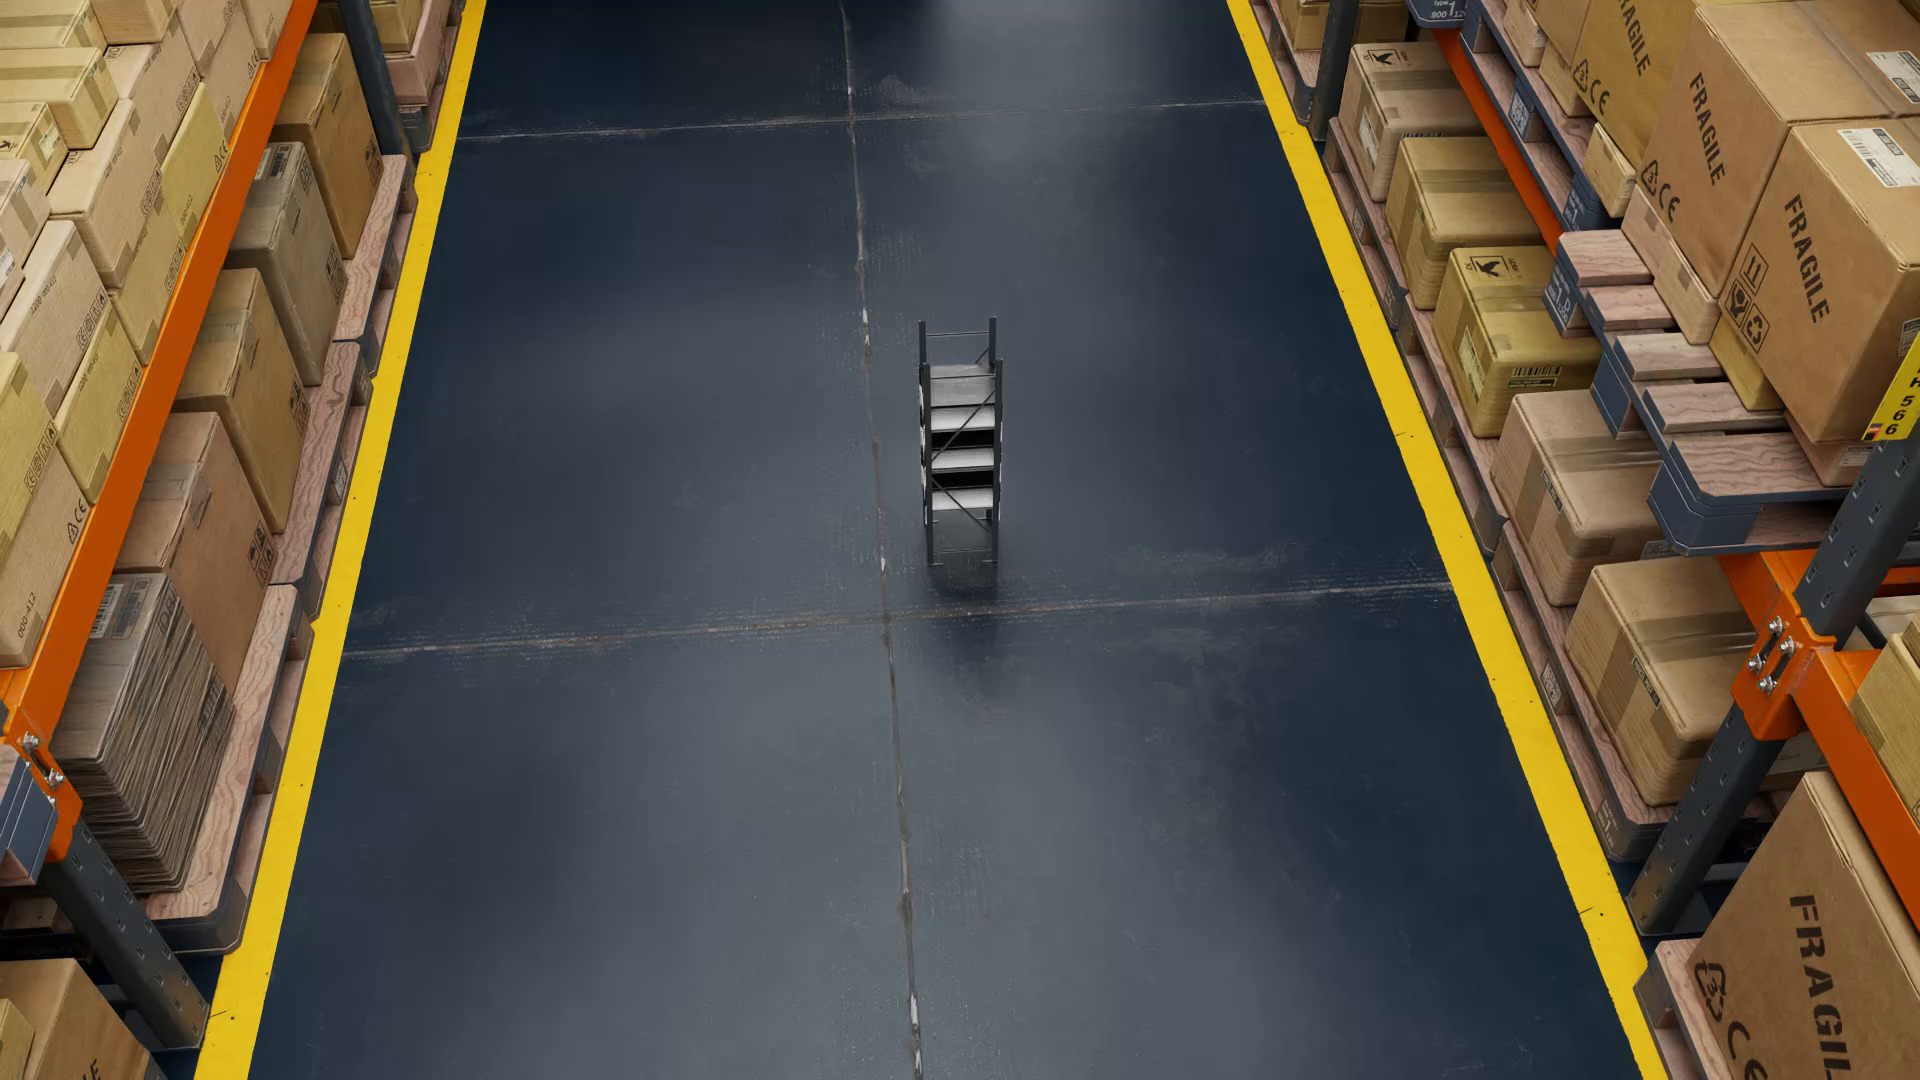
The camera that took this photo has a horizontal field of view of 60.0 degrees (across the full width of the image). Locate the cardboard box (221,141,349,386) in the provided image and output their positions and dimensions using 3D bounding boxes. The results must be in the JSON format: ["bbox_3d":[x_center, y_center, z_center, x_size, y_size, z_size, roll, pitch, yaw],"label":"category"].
[{"bbox_3d":[-2.760,-0.963,5.942,0.875,0.625,0.625,-4,47,-4],"label":"cardboard box"}]

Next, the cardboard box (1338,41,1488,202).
[{"bbox_3d":[2.120,-1.739,6.852,0.950,0.372,0.625,-3,47,-3],"label":"cardboard box"}]

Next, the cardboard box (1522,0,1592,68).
[{"bbox_3d":[1.951,-1.710,4.741,0.500,0.500,0.500,-5,47,-5],"label":"cardboard box"}]

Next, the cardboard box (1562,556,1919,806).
[{"bbox_3d":[2.371,0.366,4.858,0.950,0.372,0.625,-6,47,-6],"label":"cardboard box"}]

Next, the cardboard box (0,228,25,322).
[{"bbox_3d":[-2.341,-0.563,3.702,0.380,0.149,0.250,-2,47,-2],"label":"cardboard box"}]

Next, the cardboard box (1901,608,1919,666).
[{"bbox_3d":[2.205,0.277,3.180,0.500,0.250,0.500,-4,47,-4],"label":"cardboard box"}]

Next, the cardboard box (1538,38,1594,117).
[{"bbox_3d":[1.938,-1.381,4.876,0.380,0.149,0.250,-5,47,-5],"label":"cardboard box"}]

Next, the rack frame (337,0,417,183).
[{"bbox_3d":[-2.872,-2.574,6.121,1.000,3.000,0.127,-3,47,-3],"label":"rack frame"}]

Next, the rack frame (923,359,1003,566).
[{"bbox_3d":[0.009,-0.230,5.348,0.240,0.900,0.006,-3,47,-3],"label":"rack frame"}]

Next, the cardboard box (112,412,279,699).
[{"bbox_3d":[-2.639,0.068,4.966,0.875,0.625,0.625,-2,47,-2],"label":"cardboard box"}]

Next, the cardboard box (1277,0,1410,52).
[{"bbox_3d":[1.756,-2.488,7.645,0.500,0.250,0.500,-2,47,-1],"label":"cardboard box"}]

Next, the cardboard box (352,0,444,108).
[{"bbox_3d":[-2.583,-2.143,7.318,0.500,0.250,0.500,-3,47,-3],"label":"cardboard box"}]

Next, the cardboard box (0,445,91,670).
[{"bbox_3d":[-2.331,0.036,3.753,0.500,0.250,0.500,-3,47,-3],"label":"cardboard box"}]

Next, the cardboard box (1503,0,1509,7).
[{"bbox_3d":[1.916,-1.768,5.242,0.380,0.149,0.250,-3,47,-3],"label":"cardboard box"}]

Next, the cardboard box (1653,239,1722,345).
[{"bbox_3d":[1.986,-0.634,4.168,0.380,0.149,0.250,-4,47,-4],"label":"cardboard box"}]

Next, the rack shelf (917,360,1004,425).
[{"bbox_3d":[0.001,-0.466,5.246,0.258,0.077,0.200,-3,47,-3],"label":"rack shelf"}]

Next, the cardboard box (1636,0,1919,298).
[{"bbox_3d":[2.039,-0.950,4.021,0.500,0.500,0.500,-4,47,-4],"label":"cardboard box"}]

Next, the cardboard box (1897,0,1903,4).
[{"bbox_3d":[2.500,-1.365,4.414,0.500,0.500,0.500,-3,47,-3],"label":"cardboard box"}]

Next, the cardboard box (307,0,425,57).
[{"bbox_3d":[-2.605,-2.313,7.135,0.500,0.250,0.500,-4,47,-3],"label":"cardboard box"}]

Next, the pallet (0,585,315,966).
[{"bbox_3d":[-2.567,0.681,4.959,1.003,0.211,1.213,-3,47,-3],"label":"pallet"}]

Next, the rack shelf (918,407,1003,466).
[{"bbox_3d":[0.001,-0.343,5.377,0.258,0.077,0.200,-3,47,-3],"label":"rack shelf"}]

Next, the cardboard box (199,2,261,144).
[{"bbox_3d":[-2.511,-1.449,5.159,0.500,0.250,0.500,-3,47,-3],"label":"cardboard box"}]

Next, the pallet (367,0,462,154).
[{"bbox_3d":[-2.897,-2.193,7.681,1.003,0.211,1.213,-3,47,-3],"label":"pallet"}]

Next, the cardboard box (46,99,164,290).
[{"bbox_3d":[-2.398,-0.878,4.274,0.500,0.250,0.500,-5,47,-4],"label":"cardboard box"}]

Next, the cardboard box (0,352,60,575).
[{"bbox_3d":[-2.306,-0.137,3.573,0.500,0.250,0.500,-4,47,-3],"label":"cardboard box"}]

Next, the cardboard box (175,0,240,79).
[{"bbox_3d":[-2.489,-1.612,4.970,0.500,0.250,0.500,-3,47,-3],"label":"cardboard box"}]

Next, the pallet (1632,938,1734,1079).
[{"bbox_3d":[2.399,1.550,4.137,1.003,0.211,1.213,-3,47,-3],"label":"pallet"}]

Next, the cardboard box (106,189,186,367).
[{"bbox_3d":[-2.418,-0.700,4.451,0.500,0.250,0.500,-5,47,-5],"label":"cardboard box"}]

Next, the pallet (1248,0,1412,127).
[{"bbox_3d":[1.982,-2.403,7.880,1.003,0.211,1.213,-3,47,-3],"label":"pallet"}]

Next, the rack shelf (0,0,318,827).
[{"bbox_3d":[-2.705,-0.879,5.012,1.077,0.370,4.000,-3,47,-3],"label":"rack shelf"}]

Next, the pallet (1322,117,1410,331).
[{"bbox_3d":[2.140,-1.356,6.889,1.003,0.211,1.213,-3,47,-3],"label":"pallet"}]

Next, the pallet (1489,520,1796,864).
[{"bbox_3d":[2.345,0.409,5.217,1.003,0.211,1.213,-3,47,-3],"label":"pallet"}]

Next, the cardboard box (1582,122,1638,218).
[{"bbox_3d":[1.936,-1.015,4.529,0.380,0.149,0.250,-3,47,-3],"label":"cardboard box"}]

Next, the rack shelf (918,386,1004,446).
[{"bbox_3d":[0.001,-0.404,5.311,0.258,0.077,0.200,-3,47,-3],"label":"rack shelf"}]

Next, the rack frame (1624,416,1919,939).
[{"bbox_3d":[2.409,0.016,3.669,1.000,3.000,0.127,-3,47,-3],"label":"rack frame"}]

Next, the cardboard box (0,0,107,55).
[{"bbox_3d":[-2.507,-1.301,4.401,0.380,0.149,0.250,-3,47,-3],"label":"cardboard box"}]

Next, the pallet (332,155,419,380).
[{"bbox_3d":[-2.772,-1.084,6.631,1.003,0.211,1.213,-3,47,-3],"label":"pallet"}]

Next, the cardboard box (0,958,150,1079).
[{"bbox_3d":[-2.288,1.328,3.858,0.500,0.500,0.500,-2,47,-2],"label":"cardboard box"}]

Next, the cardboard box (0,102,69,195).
[{"bbox_3d":[-2.427,-0.931,4.050,0.380,0.149,0.250,-3,47,-3],"label":"cardboard box"}]

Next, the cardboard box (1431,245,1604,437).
[{"bbox_3d":[2.244,-0.717,5.883,0.950,0.372,0.625,-2,47,-2],"label":"cardboard box"}]

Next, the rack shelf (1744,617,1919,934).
[{"bbox_3d":[2.576,1.710,2.560,1.077,0.370,4.000,-3,47,-3],"label":"rack shelf"}]

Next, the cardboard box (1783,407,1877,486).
[{"bbox_3d":[2.147,-0.265,3.819,0.380,0.149,0.250,-2,47,-2],"label":"cardboard box"}]

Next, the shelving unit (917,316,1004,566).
[{"bbox_3d":[0.001,-0.304,5.418,0.258,0.900,0.210,-3,47,-3],"label":"shelving unit"}]

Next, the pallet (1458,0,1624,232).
[{"bbox_3d":[2.202,-1.348,5.093,1.003,0.211,1.213,-3,47,-3],"label":"pallet"}]
